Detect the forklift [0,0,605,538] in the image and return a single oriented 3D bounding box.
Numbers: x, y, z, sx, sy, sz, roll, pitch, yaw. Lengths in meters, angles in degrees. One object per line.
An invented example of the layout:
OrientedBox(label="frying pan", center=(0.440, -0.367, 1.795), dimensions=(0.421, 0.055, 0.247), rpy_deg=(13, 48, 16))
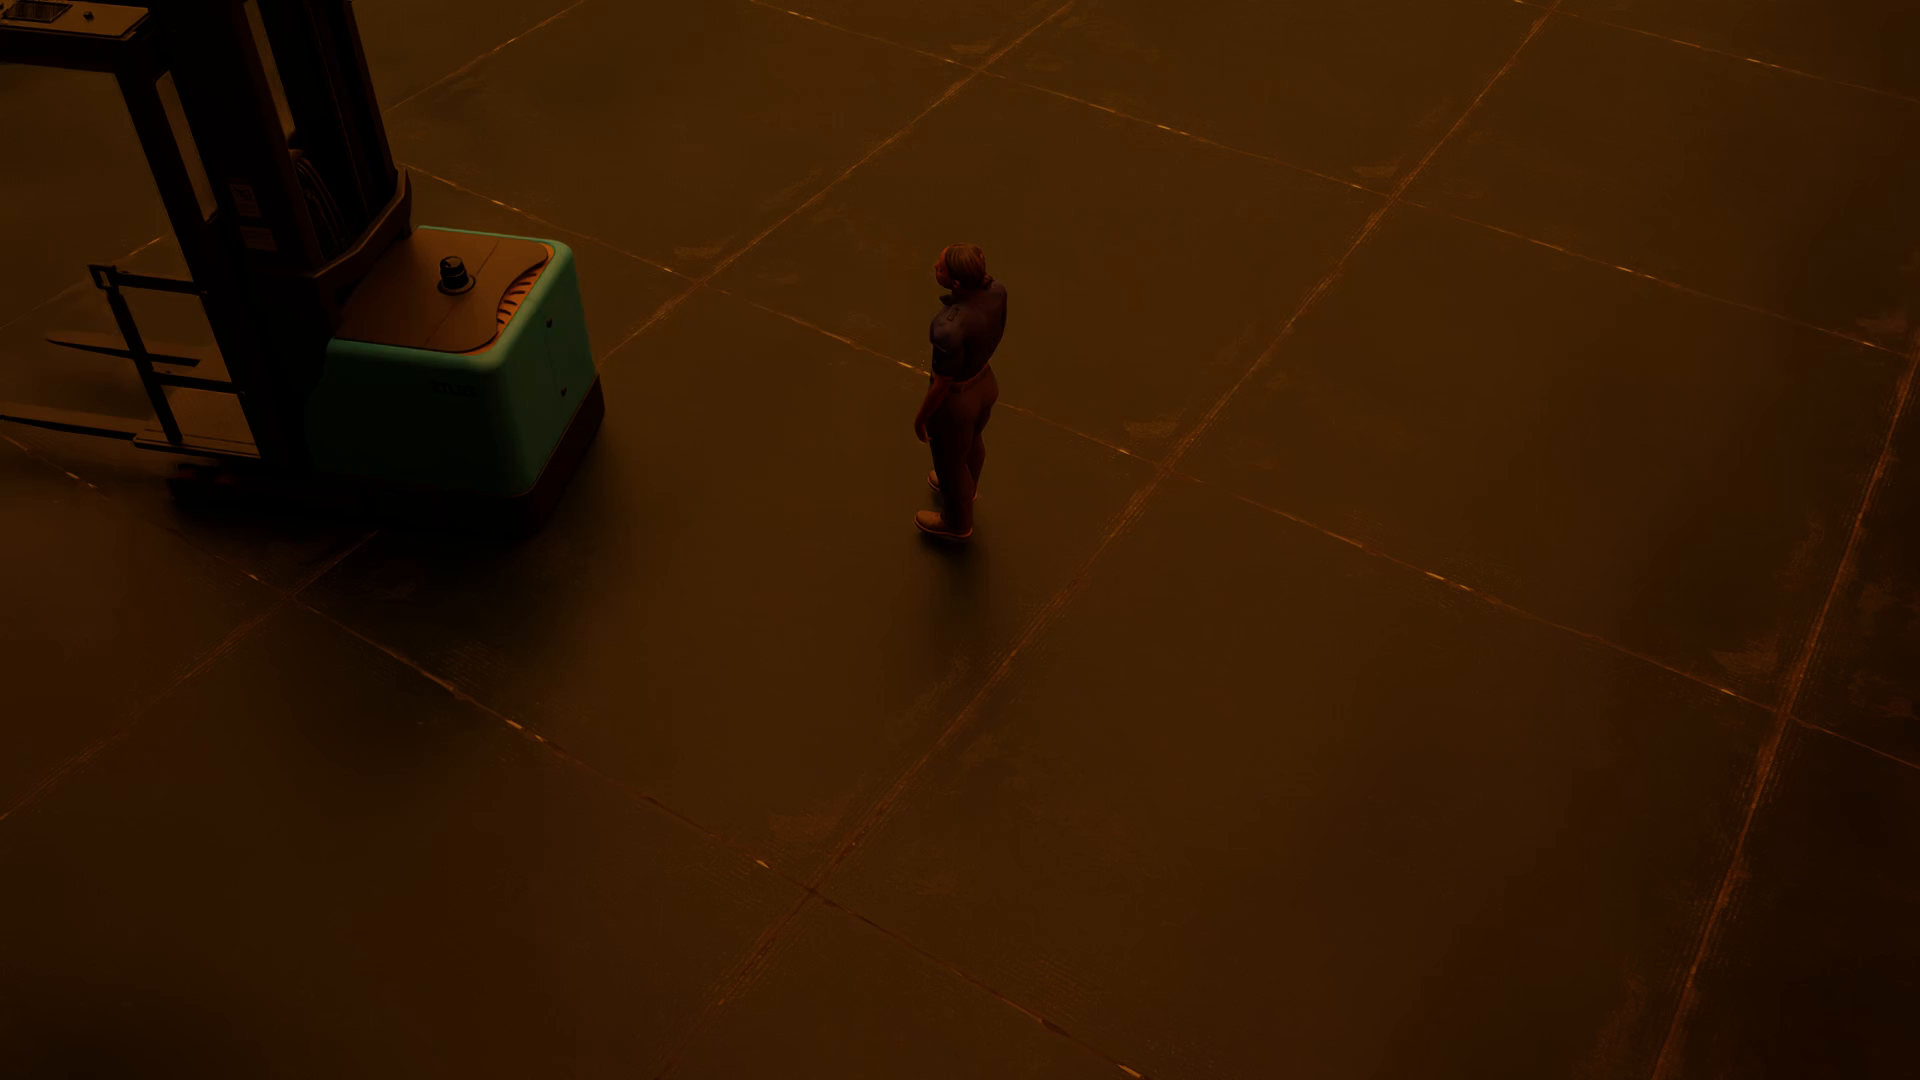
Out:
OrientedBox(label="forklift", center=(-3.398, -1.579, 7.514), dimensions=(3.031, 2.935, 1.130), rpy_deg=(8, 44, 8))

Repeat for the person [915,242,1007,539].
OrientedBox(label="person", center=(-0.063, -0.679, 7.423), dimensions=(0.503, 1.656, 0.569), rpy_deg=(24, 48, 23))
